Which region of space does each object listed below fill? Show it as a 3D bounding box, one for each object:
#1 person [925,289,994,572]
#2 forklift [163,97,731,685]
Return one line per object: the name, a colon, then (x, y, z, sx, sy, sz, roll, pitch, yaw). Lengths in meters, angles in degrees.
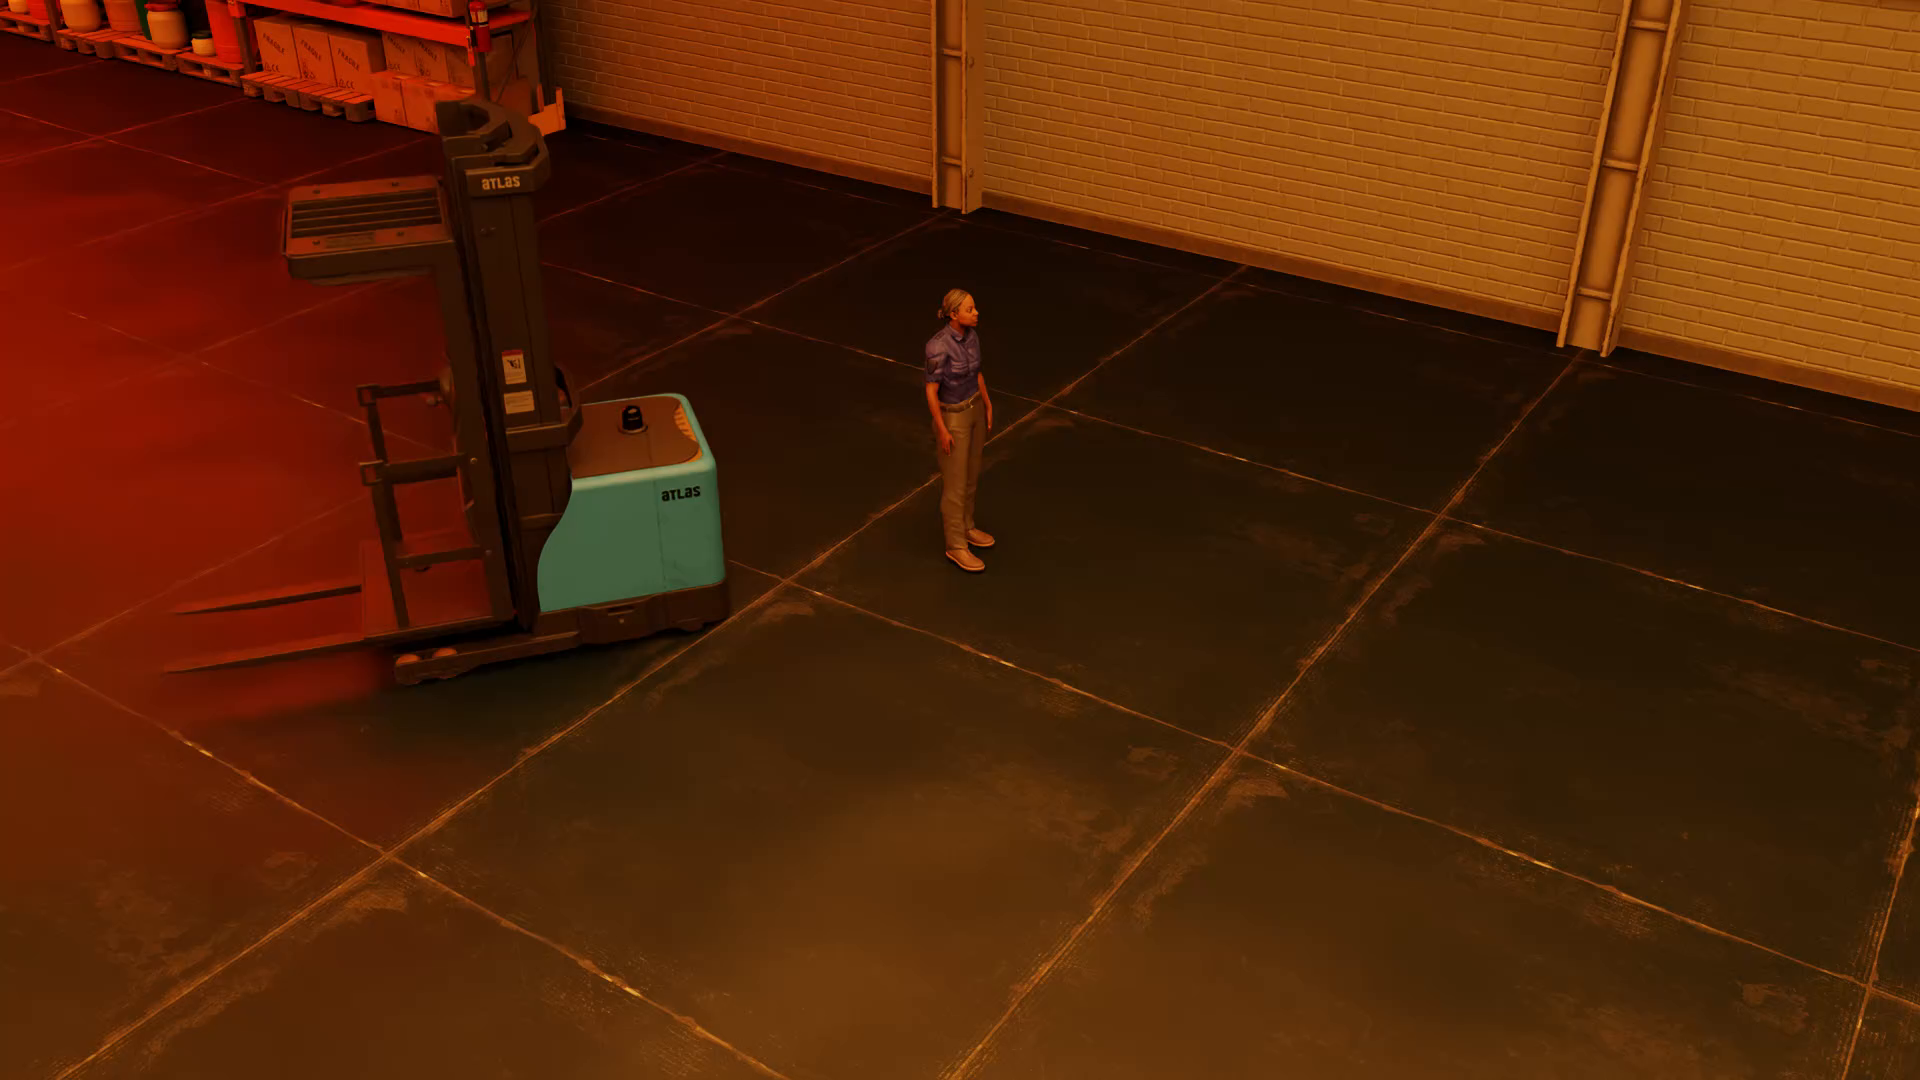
person: (0.062, -0.689, 10.025, 0.504, 1.654, 0.570, 19, 35, 29)
forklift: (-2.906, -0.768, 8.904, 3.031, 2.935, 1.130, -9, 31, -16)
